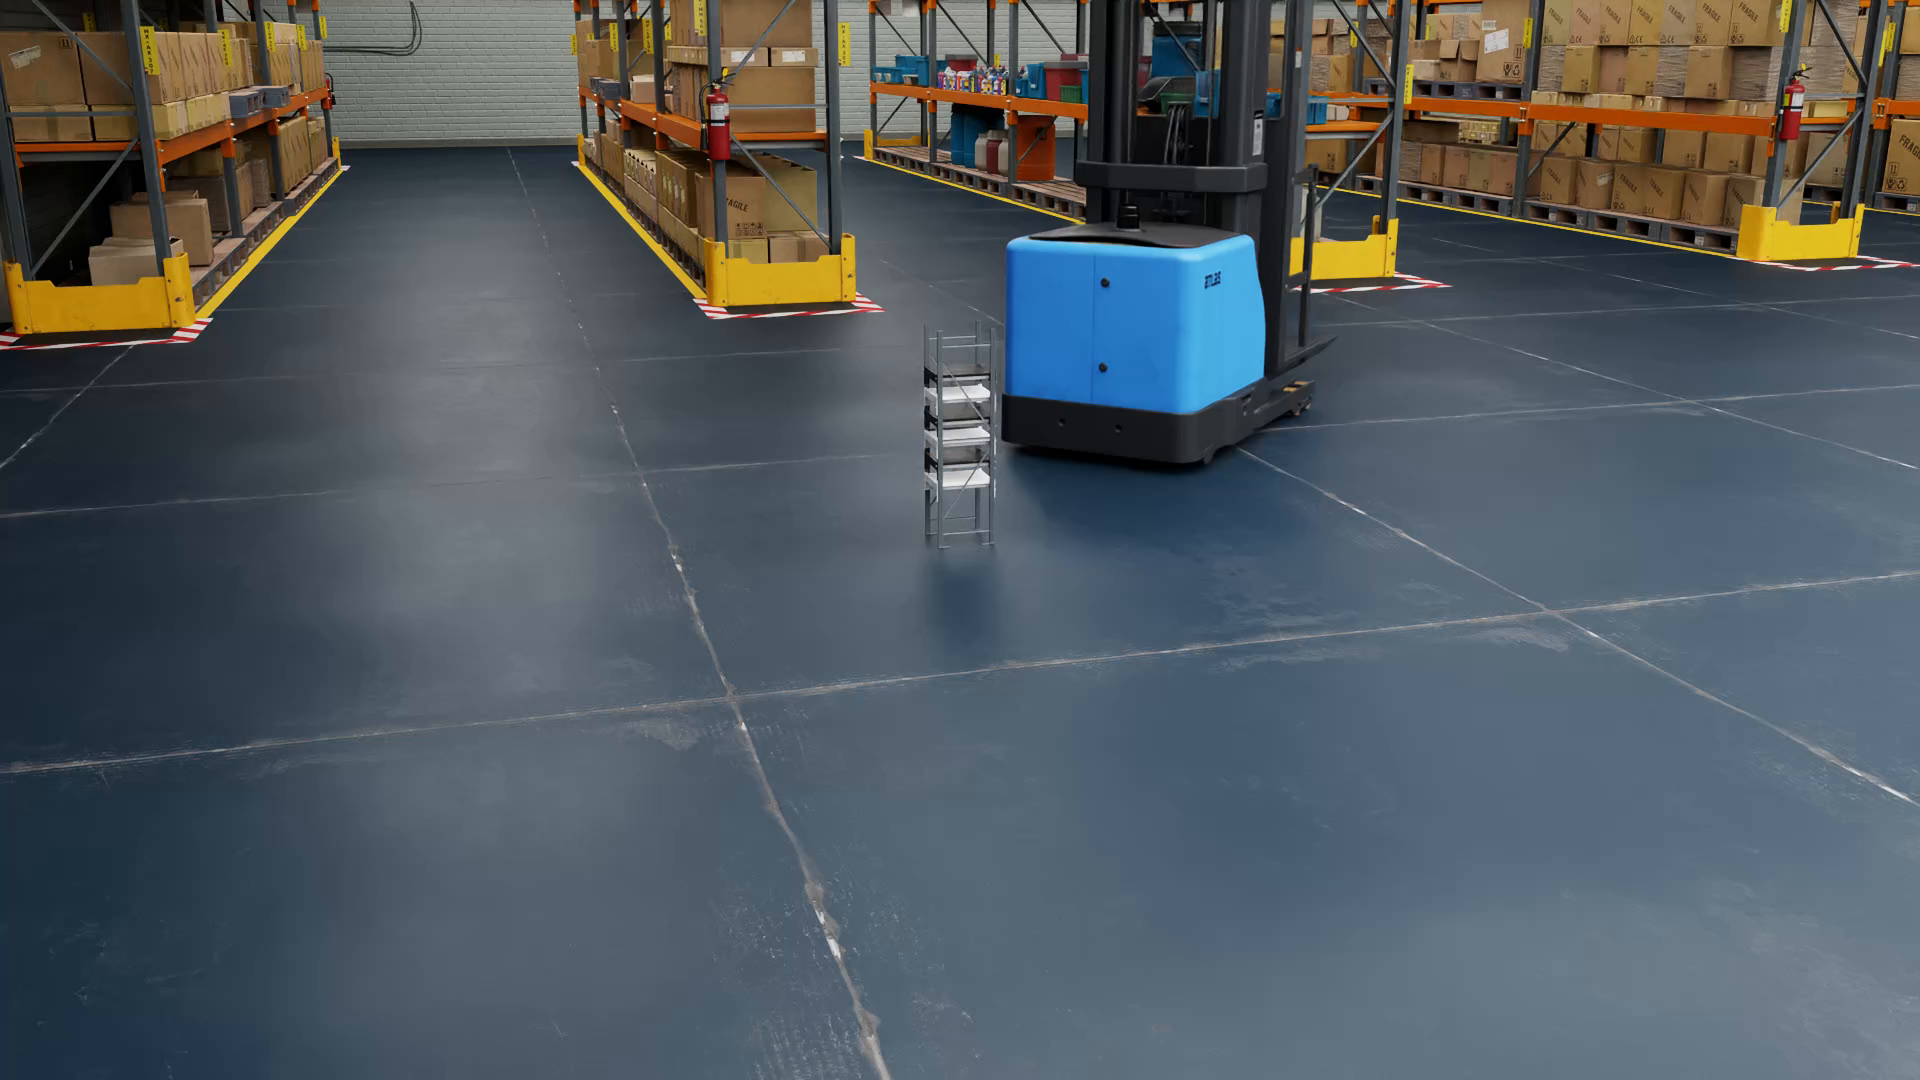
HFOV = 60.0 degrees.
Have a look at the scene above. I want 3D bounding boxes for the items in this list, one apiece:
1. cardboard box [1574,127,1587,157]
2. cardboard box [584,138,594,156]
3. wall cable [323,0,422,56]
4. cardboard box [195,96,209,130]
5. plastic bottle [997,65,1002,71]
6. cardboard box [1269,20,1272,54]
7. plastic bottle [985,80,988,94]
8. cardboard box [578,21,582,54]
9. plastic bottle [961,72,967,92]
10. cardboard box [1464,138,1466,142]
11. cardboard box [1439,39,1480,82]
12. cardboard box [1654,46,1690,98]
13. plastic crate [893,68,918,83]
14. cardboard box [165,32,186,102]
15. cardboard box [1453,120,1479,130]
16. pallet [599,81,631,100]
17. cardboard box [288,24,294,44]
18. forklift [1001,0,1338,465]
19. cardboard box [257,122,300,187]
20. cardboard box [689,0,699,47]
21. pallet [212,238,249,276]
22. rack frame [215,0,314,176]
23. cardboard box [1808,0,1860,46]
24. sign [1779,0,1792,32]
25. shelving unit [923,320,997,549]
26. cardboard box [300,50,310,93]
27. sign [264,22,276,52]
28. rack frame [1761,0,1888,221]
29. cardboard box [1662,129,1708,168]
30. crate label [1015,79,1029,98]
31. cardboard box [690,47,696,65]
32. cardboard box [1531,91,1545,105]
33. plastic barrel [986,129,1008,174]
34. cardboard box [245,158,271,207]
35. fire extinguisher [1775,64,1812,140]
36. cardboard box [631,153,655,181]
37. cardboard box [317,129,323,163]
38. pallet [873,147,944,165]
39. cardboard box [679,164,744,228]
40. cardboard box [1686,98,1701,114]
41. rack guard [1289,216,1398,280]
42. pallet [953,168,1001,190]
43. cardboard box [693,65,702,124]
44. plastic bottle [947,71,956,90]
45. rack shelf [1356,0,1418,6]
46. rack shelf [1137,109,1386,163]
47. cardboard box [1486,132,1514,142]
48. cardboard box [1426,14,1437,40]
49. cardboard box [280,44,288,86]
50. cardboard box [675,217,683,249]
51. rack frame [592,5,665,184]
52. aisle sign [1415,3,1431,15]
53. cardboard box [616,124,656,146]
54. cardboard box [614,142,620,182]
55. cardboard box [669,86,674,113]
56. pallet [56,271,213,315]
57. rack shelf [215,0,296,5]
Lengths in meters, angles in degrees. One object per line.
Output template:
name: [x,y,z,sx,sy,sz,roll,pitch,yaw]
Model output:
cardboard box: [9.954,-6.177,25.916,0.500,0.500,0.500,-6,18,-18]
cardboard box: [-5.821,-6.372,26.965,0.500,0.250,0.500,-5,17,-15]
wall cable: [-11.808,-10.375,31.247,3.097,2.526,0.112,-5,17,-15]
cardboard box: [-6.457,-3.492,13.591,0.500,0.250,0.500,-5,17,-15]
plastic bottle: [0.595,-6.821,24.532,0.144,0.351,0.185,-5,17,-15]
cardboard box: [4.973,-7.817,25.844,0.797,0.503,0.637,-5,17,-17]
plastic bottle: [0.394,-6.182,22.663,0.097,0.201,0.097,0,17,0]
cardboard box: [-5.816,-8.028,26.553,0.500,0.500,0.500,-5,17,-15]
plastic bottle: [0.107,-6.535,23.711,0.152,0.276,0.135,-5,17,-15]
cardboard box: [9.070,-6.975,29.185,0.380,0.149,0.250,-5,17,-17]
cardboard box: [6.423,-5.975,20.719,0.797,0.503,0.637,-3,17,-10]
cardboard box: [7.614,-4.761,16.896,0.875,0.500,0.500,-5,17,-15]
plastic crate: [-0.876,-7.587,27.182,0.416,0.233,0.300,-5,17,-15]
cardboard box: [-6.169,-3.561,12.515,0.500,0.500,0.500,-5,17,-15]
cardboard box: [8.895,-7.309,29.262,0.380,0.149,0.250,-6,18,-18]
pallet: [-3.891,-5.666,20.935,1.213,0.211,1.003,-5,17,-15]
cardboard box: [-8.992,-6.598,21.674,0.500,0.250,0.500,-4,17,-14]
forklift: [1.357,-2.143,8.991,1.130,2.935,3.031,9,19,27]
cardboard box: [-8.709,-4.812,20.764,0.750,0.750,0.750,-5,17,-16]
cardboard box: [-1.996,-4.600,14.624,0.700,0.500,0.500,-5,17,-15]
pallet: [-7.081,-2.559,15.103,1.003,0.211,1.213,-5,17,-15]
rack frame: [-9.498,-6.290,22.678,1.000,3.000,0.127,-5,17,-15]
cardboard box: [8.198,-4.988,15.916,0.500,0.500,0.500,-5,17,-15]
sign: [7.548,-4.813,15.199,0.100,0.325,0.005,-5,17,-15]
shelving unit: [-0.002,-0.433,6.830,0.258,0.900,0.210,-5,17,-15]
cardboard box: [-9.631,-6.585,23.139,0.980,0.700,0.700,-4,17,-14]
sign: [-7.880,-5.746,18.991,0.100,0.325,0.005,-5,17,-15]
rack frame: [8.088,-4.146,15.539,1.000,3.000,0.127,-5,17,-15]
cardboard box: [10.767,-5.671,23.797,1.050,0.750,0.750,-5,17,-16]
crate label: [0.882,-5.741,21.140,0.303,0.233,0.416,-5,17,-15]
cardboard box: [-2.155,-4.241,14.557,0.380,0.149,0.250,-5,17,-16]
cardboard box: [6.758,-5.048,18.981,0.380,0.149,0.250,-5,17,-15]
plastic barrel: [0.666,-5.459,23.375,0.600,0.588,0.708,-5,17,-15]
cardboard box: [-8.151,-4.002,18.642,0.700,0.500,0.500,-4,17,-14]
fire extinguisher: [7.676,-4.040,15.323,0.296,0.674,0.183,-5,17,-15]
cardboard box: [-3.485,-4.275,19.045,0.500,0.311,0.500,-5,17,-17]
cardboard box: [-10.032,-5.937,25.119,0.700,0.500,0.500,-5,18,-17]
pallet: [-0.882,-6.613,28.600,1.003,0.211,1.213,-5,17,-15]
cardboard box: [-2.161,-3.007,14.495,0.500,0.500,0.500,-5,17,-15]
cardboard box: [7.542,-4.365,16.706,0.380,0.149,0.250,-5,17,-15]
rack guard: [3.259,-2.574,14.653,1.175,0.500,0.348,-5,17,-15]
pallet: [0.538,-5.183,23.840,1.003,0.211,1.213,-5,17,-15]
cardboard box: [-1.982,-3.969,14.779,0.700,0.500,0.500,-4,17,-14]
plastic bottle: [-0.111,-6.755,24.440,0.152,0.276,0.135,-5,17,-15]
rack shelf: [5.339,-8.004,24.419,1.077,0.370,4.000,-5,17,-15]
rack shelf: [2.776,-3.963,16.181,1.077,0.370,4.000,-5,17,-15]
cardboard box: [9.194,-6.869,28.315,0.380,0.149,0.250,-4,17,-14]
cardboard box: [8.622,-9.175,29.853,0.500,0.500,0.500,-5,17,-16]
cardboard box: [-8.557,-5.821,20.391,0.500,0.500,0.500,-5,17,-16]
cardboard box: [-2.294,-2.787,15.064,0.500,0.250,0.500,-5,17,-15]
rack frame: [-4.736,-6.683,23.985,1.000,3.000,0.127,-5,17,-15]
aisle sign: [8.756,-10.224,31.257,0.394,0.787,0.004,-5,17,-15]
cardboard box: [-4.139,-5.204,21.341,0.500,0.250,0.500,-4,17,-13]
cardboard box: [-4.261,-4.973,21.874,0.500,0.500,0.500,-5,18,-17]
cardboard box: [-2.715,-4.531,17.082,0.500,0.250,0.500,-4,17,-12]
pallet: [-6.410,-1.884,12.856,1.003,0.211,1.213,-5,17,-15]
rack shelf: [-8.948,-6.829,20.508,1.077,0.370,4.000,-5,17,-15]
